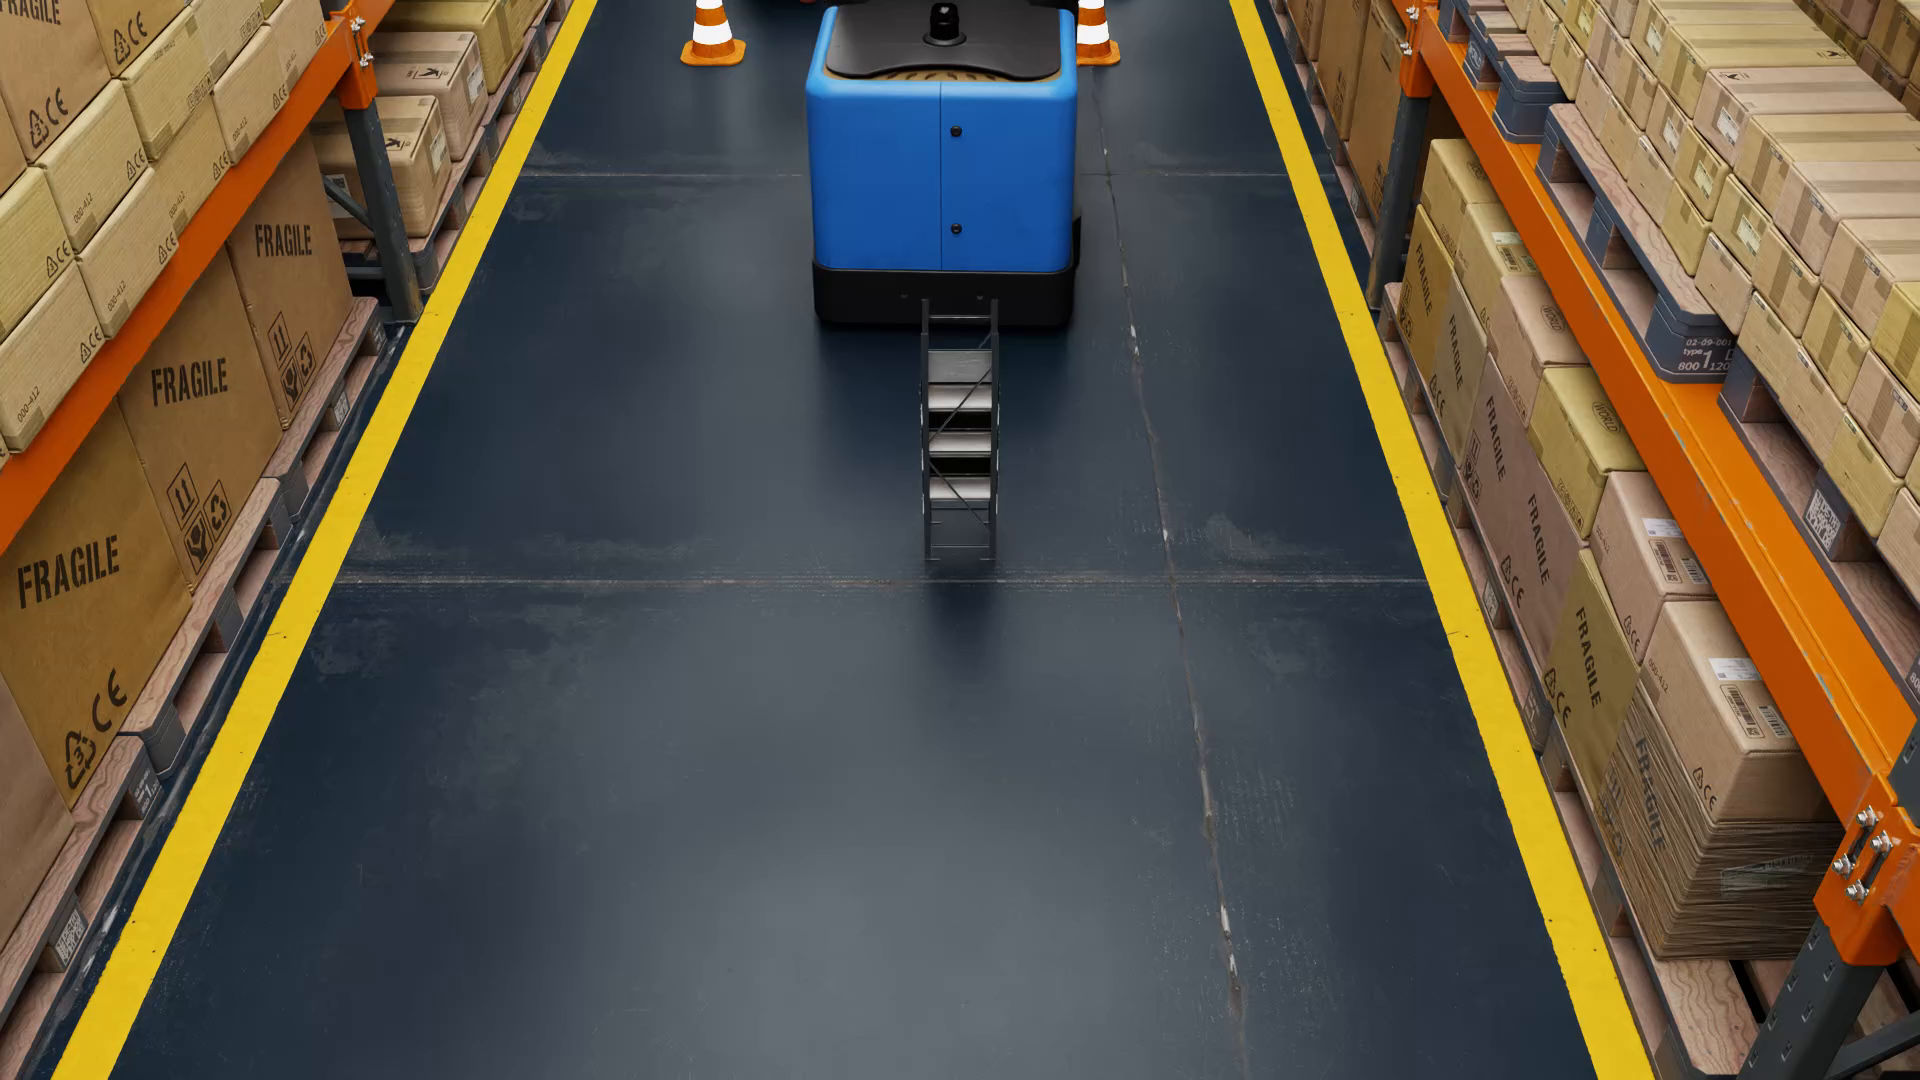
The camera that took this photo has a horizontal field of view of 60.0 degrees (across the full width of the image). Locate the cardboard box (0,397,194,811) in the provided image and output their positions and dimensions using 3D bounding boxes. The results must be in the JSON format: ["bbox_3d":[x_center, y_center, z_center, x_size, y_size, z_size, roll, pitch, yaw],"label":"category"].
[{"bbox_3d":[-2.823,0.121,4.564,0.875,0.875,0.875,1,39,1],"label":"cardboard box"}]

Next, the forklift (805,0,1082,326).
[{"bbox_3d":[-0.021,-2.906,7.032,1.130,2.935,3.031,1,39,2],"label":"forklift"}]

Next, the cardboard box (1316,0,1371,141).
[{"bbox_3d":[2.296,-2.373,7.776,1.050,0.750,0.750,1,39,1],"label":"cardboard box"}]

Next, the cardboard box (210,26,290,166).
[{"bbox_3d":[-2.462,-1.399,5.217,0.500,0.250,0.500,1,39,1],"label":"cardboard box"}]

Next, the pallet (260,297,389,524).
[{"bbox_3d":[-2.813,-0.512,6.220,1.003,0.211,1.213,0,39,0],"label":"pallet"}]

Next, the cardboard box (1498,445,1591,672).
[{"bbox_3d":[1.967,0.049,4.953,0.500,0.500,0.500,-1,39,-1],"label":"cardboard box"}]

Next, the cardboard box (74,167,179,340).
[{"bbox_3d":[-2.448,-0.765,4.426,0.500,0.250,0.500,-1,39,-1],"label":"cardboard box"}]

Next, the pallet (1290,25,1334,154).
[{"bbox_3d":[2.287,-2.326,8.483,1.003,0.211,1.213,0,39,0],"label":"pallet"}]

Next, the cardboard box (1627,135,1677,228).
[{"bbox_3d":[2.013,-0.954,4.407,0.380,0.149,0.250,-1,39,-2],"label":"cardboard box"}]

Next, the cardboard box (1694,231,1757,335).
[{"bbox_3d":[2.012,-0.621,3.992,0.380,0.149,0.250,-2,39,-2],"label":"cardboard box"}]

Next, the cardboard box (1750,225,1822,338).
[{"bbox_3d":[2.015,-0.580,3.702,0.380,0.149,0.250,-1,39,-2],"label":"cardboard box"}]

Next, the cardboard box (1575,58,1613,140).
[{"bbox_3d":[2.016,-1.274,4.806,0.380,0.149,0.250,1,39,1],"label":"cardboard box"}]

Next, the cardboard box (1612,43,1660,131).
[{"bbox_3d":[2.014,-1.234,4.518,0.380,0.149,0.250,0,39,0],"label":"cardboard box"}]

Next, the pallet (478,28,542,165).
[{"bbox_3d":[-2.736,-2.255,8.395,1.003,0.211,1.213,0,39,0],"label":"pallet"}]

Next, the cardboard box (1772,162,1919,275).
[{"bbox_3d":[2.020,-0.701,3.616,0.380,0.149,0.250,0,39,0],"label":"cardboard box"}]

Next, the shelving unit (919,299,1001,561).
[{"bbox_3d":[0.000,-0.346,5.462,0.258,0.900,0.210,0,39,0],"label":"shelving unit"}]

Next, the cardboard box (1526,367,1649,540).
[{"bbox_3d":[1.960,-0.257,4.736,0.500,0.250,0.500,-2,39,-2],"label":"cardboard box"}]

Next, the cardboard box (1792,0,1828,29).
[{"bbox_3d":[2.672,-1.545,4.907,0.380,0.149,0.250,0,39,0],"label":"cardboard box"}]

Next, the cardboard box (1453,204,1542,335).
[{"bbox_3d":[1.971,-0.892,5.528,0.500,0.250,0.500,0,39,-1],"label":"cardboard box"}]

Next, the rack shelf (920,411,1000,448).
[{"bbox_3d":[0.000,-0.390,5.427,0.258,0.077,0.200,0,39,0],"label":"rack shelf"}]

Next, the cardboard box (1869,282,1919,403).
[{"bbox_3d":[2.019,-0.375,3.209,0.380,0.149,0.250,-1,39,-1],"label":"cardboard box"}]

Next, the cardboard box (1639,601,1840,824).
[{"bbox_3d":[1.962,0.395,3.922,0.500,0.250,0.500,-1,39,-1],"label":"cardboard box"}]

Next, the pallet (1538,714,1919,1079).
[{"bbox_3d":[2.214,0.943,4.405,1.003,0.211,1.213,0,39,0],"label":"pallet"}]

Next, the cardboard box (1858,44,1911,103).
[{"bbox_3d":[2.671,-1.226,4.509,0.380,0.149,0.250,1,39,1],"label":"cardboard box"}]

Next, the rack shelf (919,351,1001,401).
[{"bbox_3d":[0.000,-0.531,5.314,0.258,0.077,0.200,0,39,0],"label":"rack shelf"}]

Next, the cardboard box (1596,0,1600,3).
[{"bbox_3d":[2.017,-1.682,4.839,0.380,0.149,0.250,-2,39,-2],"label":"cardboard box"}]

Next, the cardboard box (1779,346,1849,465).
[{"bbox_3d":[2.018,-0.291,3.579,0.380,0.149,0.250,0,39,0],"label":"cardboard box"}]

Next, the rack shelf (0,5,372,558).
[{"bbox_3d":[-2.736,-0.562,4.627,1.077,0.370,4.000,0,39,0],"label":"rack shelf"}]

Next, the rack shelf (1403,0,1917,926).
[{"bbox_3d":[2.214,-0.628,4.711,1.077,0.370,4.000,0,39,0],"label":"rack shelf"}]

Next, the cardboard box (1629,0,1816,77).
[{"bbox_3d":[2.021,-1.347,4.421,0.380,0.149,0.250,1,39,1],"label":"cardboard box"}]

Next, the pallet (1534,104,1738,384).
[{"bbox_3d":[2.255,-0.847,4.562,1.003,0.211,1.213,0,39,0],"label":"pallet"}]

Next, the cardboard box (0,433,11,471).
[{"bbox_3d":[-2.472,-0.132,3.636,0.500,0.250,0.500,-1,39,-1],"label":"cardboard box"}]

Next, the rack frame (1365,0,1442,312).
[{"bbox_3d":[2.211,-2.160,6.046,1.000,3.000,0.127,0,39,0],"label":"rack frame"}]

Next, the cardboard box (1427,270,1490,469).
[{"bbox_3d":[1.961,-0.591,5.752,0.500,0.500,0.500,0,39,0],"label":"cardboard box"}]

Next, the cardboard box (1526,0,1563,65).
[{"bbox_3d":[2.011,-1.609,5.224,0.380,0.149,0.250,2,39,2],"label":"cardboard box"}]

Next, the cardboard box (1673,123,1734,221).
[{"bbox_3d":[2.013,-0.913,4.118,0.380,0.149,0.250,0,39,0],"label":"cardboard box"}]

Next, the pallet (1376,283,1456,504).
[{"bbox_3d":[2.211,-0.583,6.309,1.003,0.211,1.213,0,39,0],"label":"pallet"}]

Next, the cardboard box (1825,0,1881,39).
[{"bbox_3d":[2.667,-1.513,4.629,0.380,0.149,0.250,0,39,0],"label":"cardboard box"}]

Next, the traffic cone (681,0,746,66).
[{"bbox_3d":[-1.342,-2.830,8.911,0.336,0.463,0.334,0,39,0],"label":"traffic cone"}]

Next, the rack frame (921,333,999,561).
[{"bbox_3d":[0.000,-0.282,5.383,0.240,0.900,0.006,0,39,0],"label":"rack frame"}]

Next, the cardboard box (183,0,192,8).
[{"bbox_3d":[-2.467,-1.878,4.816,0.500,0.500,0.500,1,39,1],"label":"cardboard box"}]

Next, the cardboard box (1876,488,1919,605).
[{"bbox_3d":[2.018,0.028,3.182,0.380,0.149,0.250,-1,39,-1],"label":"cardboard box"}]

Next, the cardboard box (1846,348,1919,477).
[{"bbox_3d":[2.017,-0.254,3.295,0.380,0.149,0.250,0,39,0],"label":"cardboard box"}]

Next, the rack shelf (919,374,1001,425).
[{"bbox_3d":[0.000,-0.461,5.371,0.258,0.077,0.200,0,39,0],"label":"rack shelf"}]

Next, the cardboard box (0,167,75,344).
[{"bbox_3d":[-2.455,-0.645,3.877,0.500,0.250,0.500,0,39,1],"label":"cardboard box"}]

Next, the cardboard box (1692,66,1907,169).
[{"bbox_3d":[2.020,-1.022,4.016,0.380,0.149,0.250,-2,39,-2],"label":"cardboard box"}]

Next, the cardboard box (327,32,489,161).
[{"bbox_3d":[-2.738,-2.046,7.670,0.950,0.372,0.625,-1,39,-1],"label":"cardboard box"}]

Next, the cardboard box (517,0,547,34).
[{"bbox_3d":[-2.736,-2.955,8.805,0.950,0.372,0.625,2,39,3],"label":"cardboard box"}]

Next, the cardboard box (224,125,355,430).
[{"bbox_3d":[-2.821,-0.996,5.957,0.875,0.875,0.875,0,39,0],"label":"cardboard box"}]

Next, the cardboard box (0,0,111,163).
[{"bbox_3d":[-2.480,-1.251,4.033,0.500,0.500,0.500,-1,39,-1],"label":"cardboard box"}]

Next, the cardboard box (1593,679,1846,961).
[{"bbox_3d":[1.963,0.690,4.153,0.500,0.500,0.500,-1,39,-1],"label":"cardboard box"}]

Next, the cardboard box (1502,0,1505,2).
[{"bbox_3d":[2.010,-1.946,5.644,0.380,0.149,0.250,-1,39,-1],"label":"cardboard box"}]

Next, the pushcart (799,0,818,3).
[{"bbox_3d":[-0.463,-3.604,9.946,1.648,0.377,0.936,-13,40,-16],"label":"pushcart"}]

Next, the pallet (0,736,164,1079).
[{"bbox_3d":[-2.810,1.014,4.316,1.003,0.211,1.213,0,39,0],"label":"pallet"}]

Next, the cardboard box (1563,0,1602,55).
[{"bbox_3d":[2.018,-1.545,4.907,0.380,0.149,0.250,0,39,0],"label":"cardboard box"}]

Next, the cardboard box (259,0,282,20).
[{"bbox_3d":[-2.484,-1.927,5.476,0.500,0.250,0.500,0,39,0],"label":"cardboard box"}]

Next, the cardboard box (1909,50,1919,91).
[{"bbox_3d":[2.669,-1.180,4.213,0.380,0.149,0.250,1,39,1],"label":"cardboard box"}]

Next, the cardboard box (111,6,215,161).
[{"bbox_3d":[-2.459,-1.286,4.676,0.500,0.250,0.500,-1,39,-1],"label":"cardboard box"}]
